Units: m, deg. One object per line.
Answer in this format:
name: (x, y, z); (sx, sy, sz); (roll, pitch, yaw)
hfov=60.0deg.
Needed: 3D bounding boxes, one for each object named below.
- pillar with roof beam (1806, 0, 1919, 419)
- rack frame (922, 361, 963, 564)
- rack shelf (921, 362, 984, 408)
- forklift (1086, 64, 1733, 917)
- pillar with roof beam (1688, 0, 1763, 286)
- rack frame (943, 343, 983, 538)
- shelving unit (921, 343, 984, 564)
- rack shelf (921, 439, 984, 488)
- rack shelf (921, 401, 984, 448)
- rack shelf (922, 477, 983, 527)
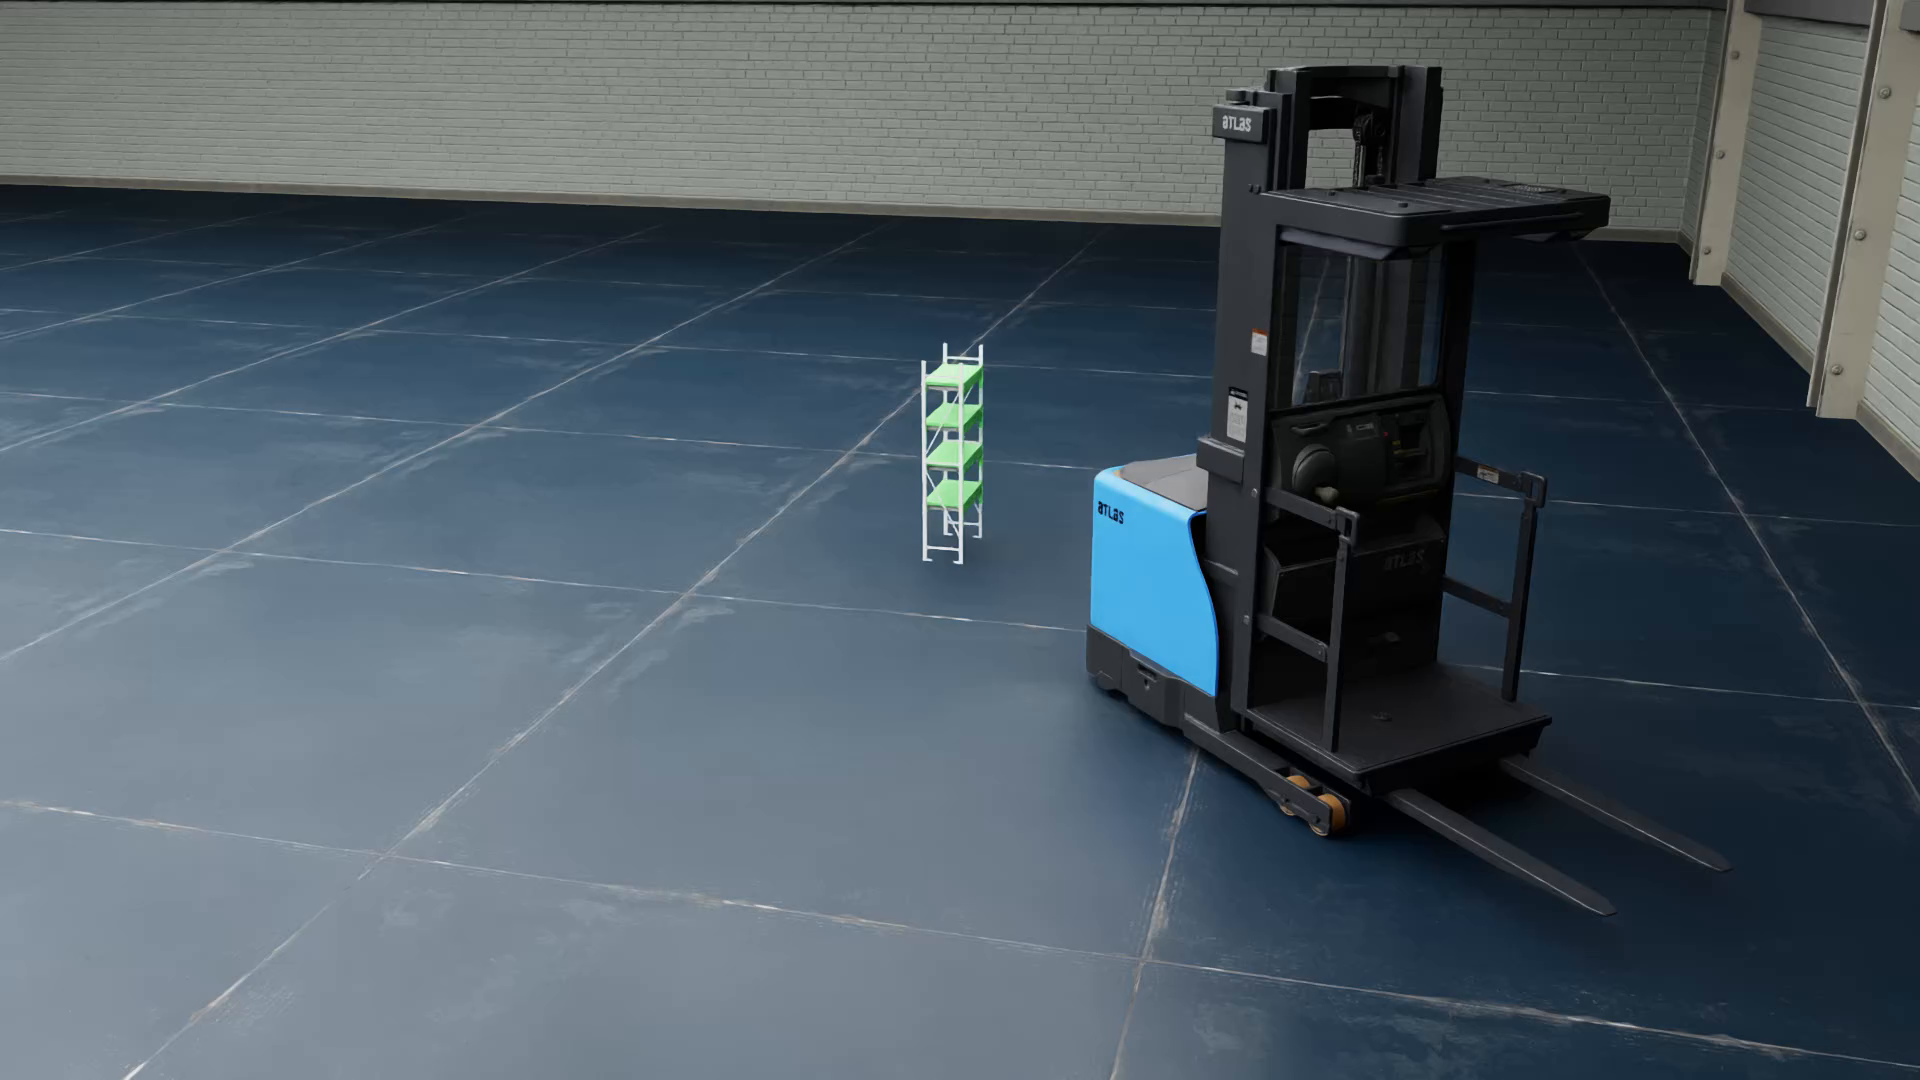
pillar with roof beam: (2.726, -5.610, 12.690); (9.100, 9.000, 0.400); (5, 19, 13)
rack frame: (-0.100, -0.439, 9.618); (0.240, 1.200, 0.015); (5, 19, 13)
rack shelf: (-0.040, -0.910, 9.707); (0.258, 0.148, 0.480); (5, 19, 13)
forklift: (1.774, -0.363, 6.716); (1.130, 2.935, 3.031); (-10, 21, -28)
pillar with roof beam: (4.192, -7.491, 18.196); (9.100, 9.000, 0.400); (5, 19, 13)
rack frame: (0.019, -0.592, 10.066); (0.240, 1.200, 0.015); (5, 19, 13)
shelving unit: (-0.040, -0.516, 9.842); (0.258, 1.200, 0.503); (5, 19, 13)
rack shelf: (-0.040, -0.455, 9.862); (0.258, 0.148, 0.480); (5, 19, 13)
rack shelf: (-0.040, -0.683, 9.785); (0.258, 0.148, 0.480); (5, 19, 13)
rack shelf: (-0.040, -0.228, 9.940); (0.258, 0.148, 0.480); (5, 19, 13)
